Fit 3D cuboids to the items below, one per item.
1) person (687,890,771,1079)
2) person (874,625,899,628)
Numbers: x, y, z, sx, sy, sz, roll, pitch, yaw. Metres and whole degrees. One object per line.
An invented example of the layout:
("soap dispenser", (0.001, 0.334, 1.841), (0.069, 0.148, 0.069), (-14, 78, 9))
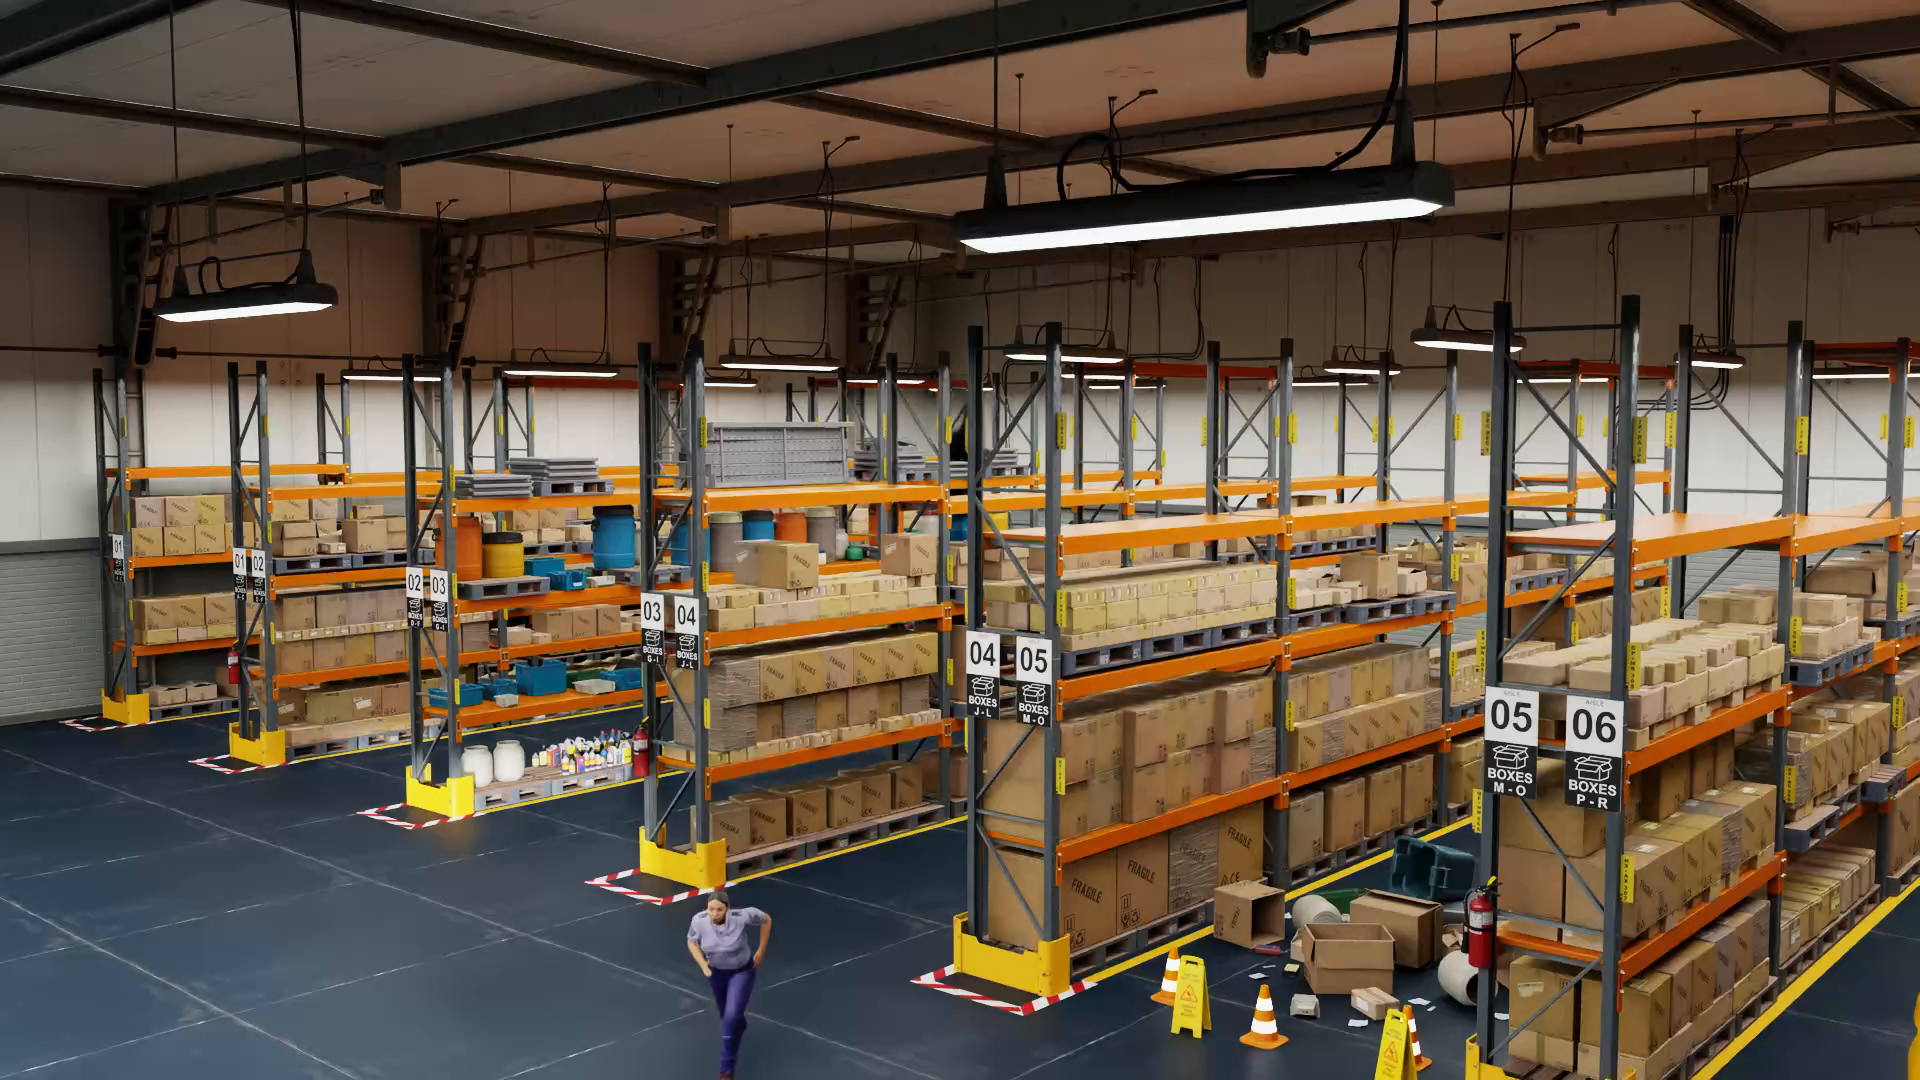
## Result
("person", (-1.791, 3.525, 13.118), (0.649, 1.459, 0.962), (0, 4, 5))
("person", (-1.468, 1.799, 31.586), (0.703, 1.723, 0.588), (3, 5, 38))
